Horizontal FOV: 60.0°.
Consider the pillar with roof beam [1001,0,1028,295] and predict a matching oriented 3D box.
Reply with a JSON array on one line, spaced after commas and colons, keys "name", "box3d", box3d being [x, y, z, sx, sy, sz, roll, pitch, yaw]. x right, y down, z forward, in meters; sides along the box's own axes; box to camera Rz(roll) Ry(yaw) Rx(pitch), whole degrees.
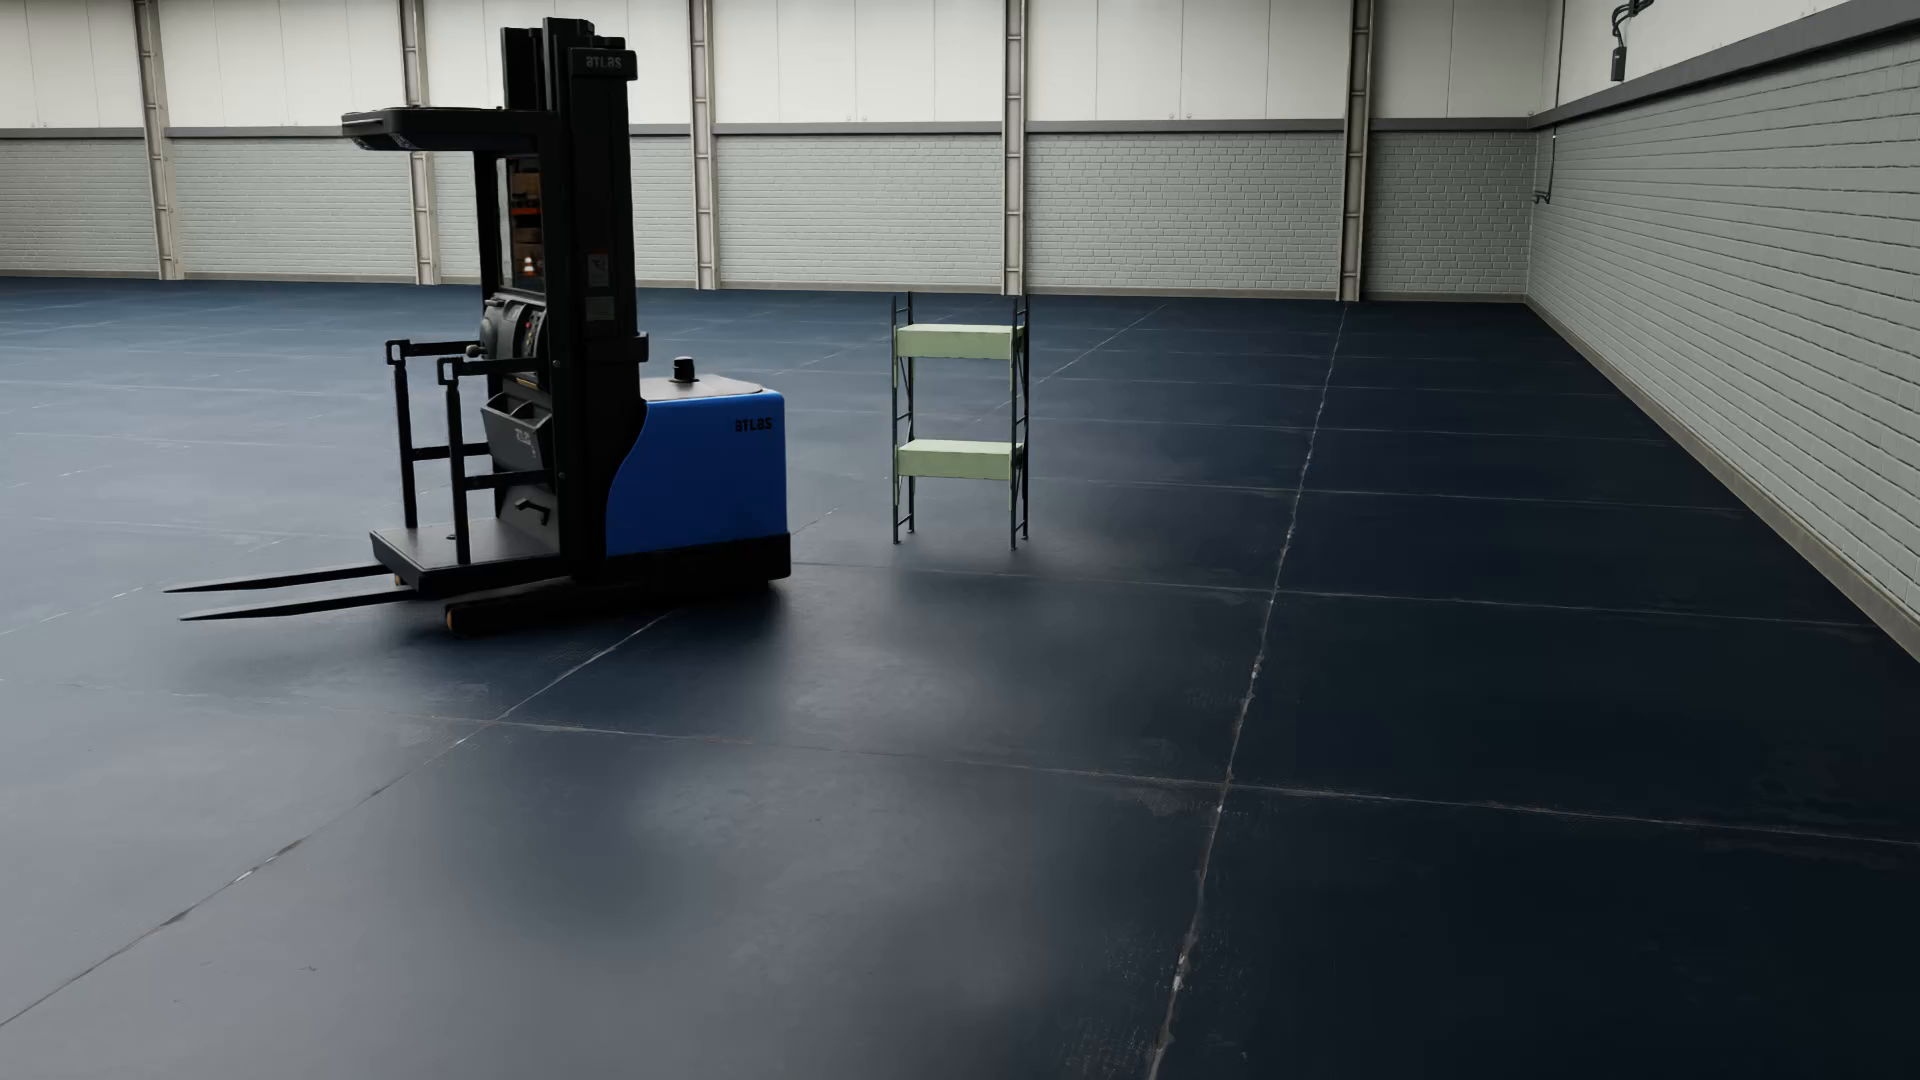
[{"name": "pillar with roof beam", "box3d": [-0.047, -8.008, 25.553, 0.400, 9.000, 9.100, 3, 13, 14]}]

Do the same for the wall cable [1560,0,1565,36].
[{"name": "wall cable", "box3d": [8.704, -8.552, 23.513, 0.112, 2.526, 3.097, 3, 13, 14]}]

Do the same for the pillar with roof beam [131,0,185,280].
[{"name": "pillar with roof beam", "box3d": [-17.523, -8.942, 29.763, 0.400, 9.000, 9.100, 3, 13, 14]}]

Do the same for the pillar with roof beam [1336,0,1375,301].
[{"name": "pillar with roof beam", "box3d": [5.778, -7.697, 24.149, 0.400, 9.000, 9.100, 3, 13, 14]}]

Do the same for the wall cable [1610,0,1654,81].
[{"name": "wall cable", "box3d": [7.063, -7.836, 16.925, 0.169, 6.003, 2.305, 3, 13, 14]}]

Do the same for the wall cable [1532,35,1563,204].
[{"name": "wall cable", "box3d": [9.353, -6.655, 26.624, 0.112, 2.526, 3.097, 3, 13, 14]}]

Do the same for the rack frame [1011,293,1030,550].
[{"name": "rack frame", "box3d": [0.362, -0.713, 9.984, 0.023, 1.500, 0.400, 3, 13, 14]}]

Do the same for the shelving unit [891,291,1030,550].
[{"name": "shelving unit", "box3d": [0.006, -0.732, 10.070, 0.755, 1.500, 0.431, 3, 13, 14]}]

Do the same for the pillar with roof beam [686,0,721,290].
[{"name": "pillar with roof beam", "box3d": [-5.873, -8.320, 26.956, 0.400, 9.000, 9.100, 3, 13, 14]}]

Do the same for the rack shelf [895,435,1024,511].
[{"name": "rack shelf", "box3d": [0.006, -0.414, 10.140, 0.720, 0.370, 0.431, 3, 13, 14]}]

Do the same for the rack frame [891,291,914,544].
[{"name": "rack frame", "box3d": [-0.349, -0.751, 10.155, 0.023, 1.500, 0.400, 3, 13, 14]}]

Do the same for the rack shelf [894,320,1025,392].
[{"name": "rack shelf", "box3d": [0.006, -1.113, 9.985, 0.720, 0.370, 0.431, 3, 13, 14]}]

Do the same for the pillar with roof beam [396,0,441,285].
[{"name": "pillar with roof beam", "box3d": [-11.698, -8.631, 28.360, 0.400, 9.000, 9.100, 3, 13, 14]}]

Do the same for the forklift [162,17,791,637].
[{"name": "forklift", "box3d": [-2.442, -1.087, 8.365, 3.031, 2.935, 1.130, -8, 15, -31]}]
